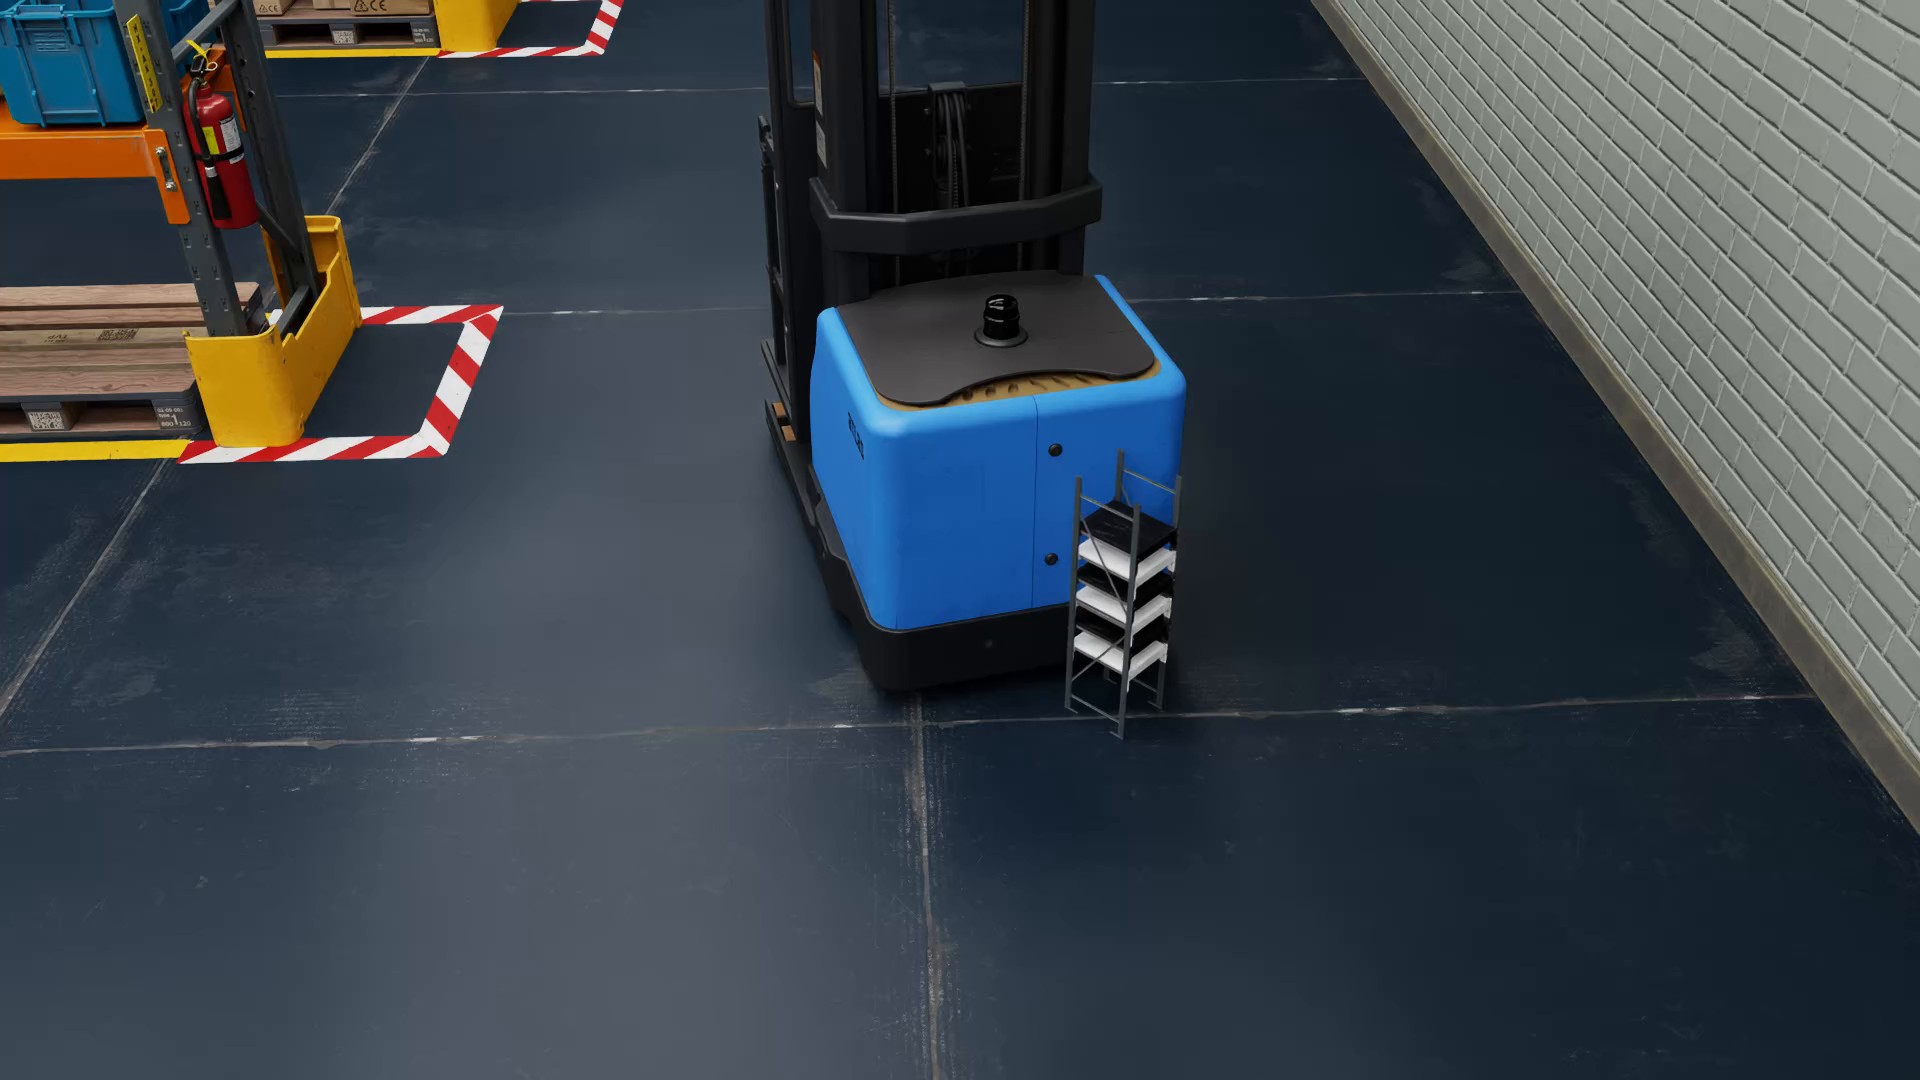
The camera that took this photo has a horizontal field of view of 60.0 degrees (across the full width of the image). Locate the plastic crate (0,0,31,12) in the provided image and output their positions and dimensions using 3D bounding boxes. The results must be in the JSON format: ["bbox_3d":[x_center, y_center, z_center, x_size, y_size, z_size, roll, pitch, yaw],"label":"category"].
[{"bbox_3d":[-3.860,-2.055,6.679,0.300,0.233,0.416,-2,35,-2],"label":"plastic crate"}]

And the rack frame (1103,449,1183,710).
[{"bbox_3d":[0.571,0.138,5.259,0.240,0.900,0.006,28,43,34],"label":"rack frame"}]

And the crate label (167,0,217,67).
[{"bbox_3d":[-3.203,-2.073,6.704,0.303,0.233,0.416,-2,35,-2],"label":"crate label"}]

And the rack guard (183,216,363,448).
[{"bbox_3d":[-2.917,-0.917,7.136,0.348,0.500,1.175,-2,35,-2],"label":"rack guard"}]

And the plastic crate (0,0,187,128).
[{"bbox_3d":[-3.266,-1.861,6.219,0.499,0.435,0.616,-2,35,-2],"label":"plastic crate"}]

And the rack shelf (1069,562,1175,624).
[{"bbox_3d":[0.503,0.134,5.165,0.258,0.077,0.200,28,43,34],"label":"rack shelf"}]

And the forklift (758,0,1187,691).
[{"bbox_3d":[-0.168,-1.551,5.915,1.130,2.935,3.031,-9,36,-13],"label":"forklift"}]

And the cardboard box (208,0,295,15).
[{"bbox_3d":[-4.653,-3.640,10.903,0.500,0.250,0.500,-2,35,-2],"label":"cardboard box"}]

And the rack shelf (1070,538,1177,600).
[{"bbox_3d":[0.503,0.060,5.114,0.258,0.077,0.200,28,43,34],"label":"rack shelf"}]

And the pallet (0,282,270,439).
[{"bbox_3d":[-3.766,-0.790,7.206,1.213,0.211,1.003,-2,35,-2],"label":"pallet"}]

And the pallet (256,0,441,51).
[{"bbox_3d":[-4.043,-3.582,11.240,1.213,0.211,1.003,-2,35,-2],"label":"pallet"}]

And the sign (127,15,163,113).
[{"bbox_3d":[-2.898,-1.692,5.915,0.005,0.325,0.100,-2,35,-2],"label":"sign"}]

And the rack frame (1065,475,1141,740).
[{"bbox_3d":[0.434,0.223,5.136,0.240,0.900,0.006,28,43,34],"label":"rack frame"}]

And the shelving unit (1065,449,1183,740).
[{"bbox_3d":[0.503,0.181,5.198,0.258,0.900,0.210,28,43,34],"label":"shelving unit"}]

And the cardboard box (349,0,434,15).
[{"bbox_3d":[-3.703,-3.751,10.844,0.500,0.500,0.500,-2,35,-2],"label":"cardboard box"}]

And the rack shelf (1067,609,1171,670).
[{"bbox_3d":[0.503,0.282,5.268,0.258,0.077,0.200,28,43,34],"label":"rack shelf"}]

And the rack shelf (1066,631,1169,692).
[{"bbox_3d":[0.503,0.356,5.319,0.258,0.077,0.200,28,43,34],"label":"rack shelf"}]

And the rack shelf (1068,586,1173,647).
[{"bbox_3d":[0.503,0.208,5.217,0.258,0.077,0.200,28,43,34],"label":"rack shelf"}]

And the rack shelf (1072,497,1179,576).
[{"bbox_3d":[0.503,-0.014,5.063,0.258,0.077,0.200,28,43,34],"label":"rack shelf"}]

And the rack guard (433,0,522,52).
[{"bbox_3d":[-3.247,-3.723,11.190,0.348,0.500,1.175,-2,35,-2],"label":"rack guard"}]

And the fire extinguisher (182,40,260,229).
[{"bbox_3d":[-2.768,-1.497,6.174,0.183,0.674,0.296,-2,35,-2],"label":"fire extinguisher"}]

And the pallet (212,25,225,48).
[{"bbox_3d":[-5.259,-3.551,11.195,1.213,0.211,1.003,-2,35,-2],"label":"pallet"}]

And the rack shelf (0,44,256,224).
[{"bbox_3d":[-4.938,-1.587,6.540,4.000,0.370,1.077,-2,35,-2],"label":"rack shelf"}]

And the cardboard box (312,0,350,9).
[{"bbox_3d":[-4.112,-3.654,10.997,0.250,0.166,0.380,-2,35,-2],"label":"cardboard box"}]

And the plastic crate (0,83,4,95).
[{"bbox_3d":[-3.746,-1.728,6.290,0.243,0.136,0.396,-2,35,-2],"label":"plastic crate"}]

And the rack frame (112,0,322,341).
[{"bbox_3d":[-2.940,-1.937,6.413,0.127,3.000,1.000,-2,35,-2],"label":"rack frame"}]
